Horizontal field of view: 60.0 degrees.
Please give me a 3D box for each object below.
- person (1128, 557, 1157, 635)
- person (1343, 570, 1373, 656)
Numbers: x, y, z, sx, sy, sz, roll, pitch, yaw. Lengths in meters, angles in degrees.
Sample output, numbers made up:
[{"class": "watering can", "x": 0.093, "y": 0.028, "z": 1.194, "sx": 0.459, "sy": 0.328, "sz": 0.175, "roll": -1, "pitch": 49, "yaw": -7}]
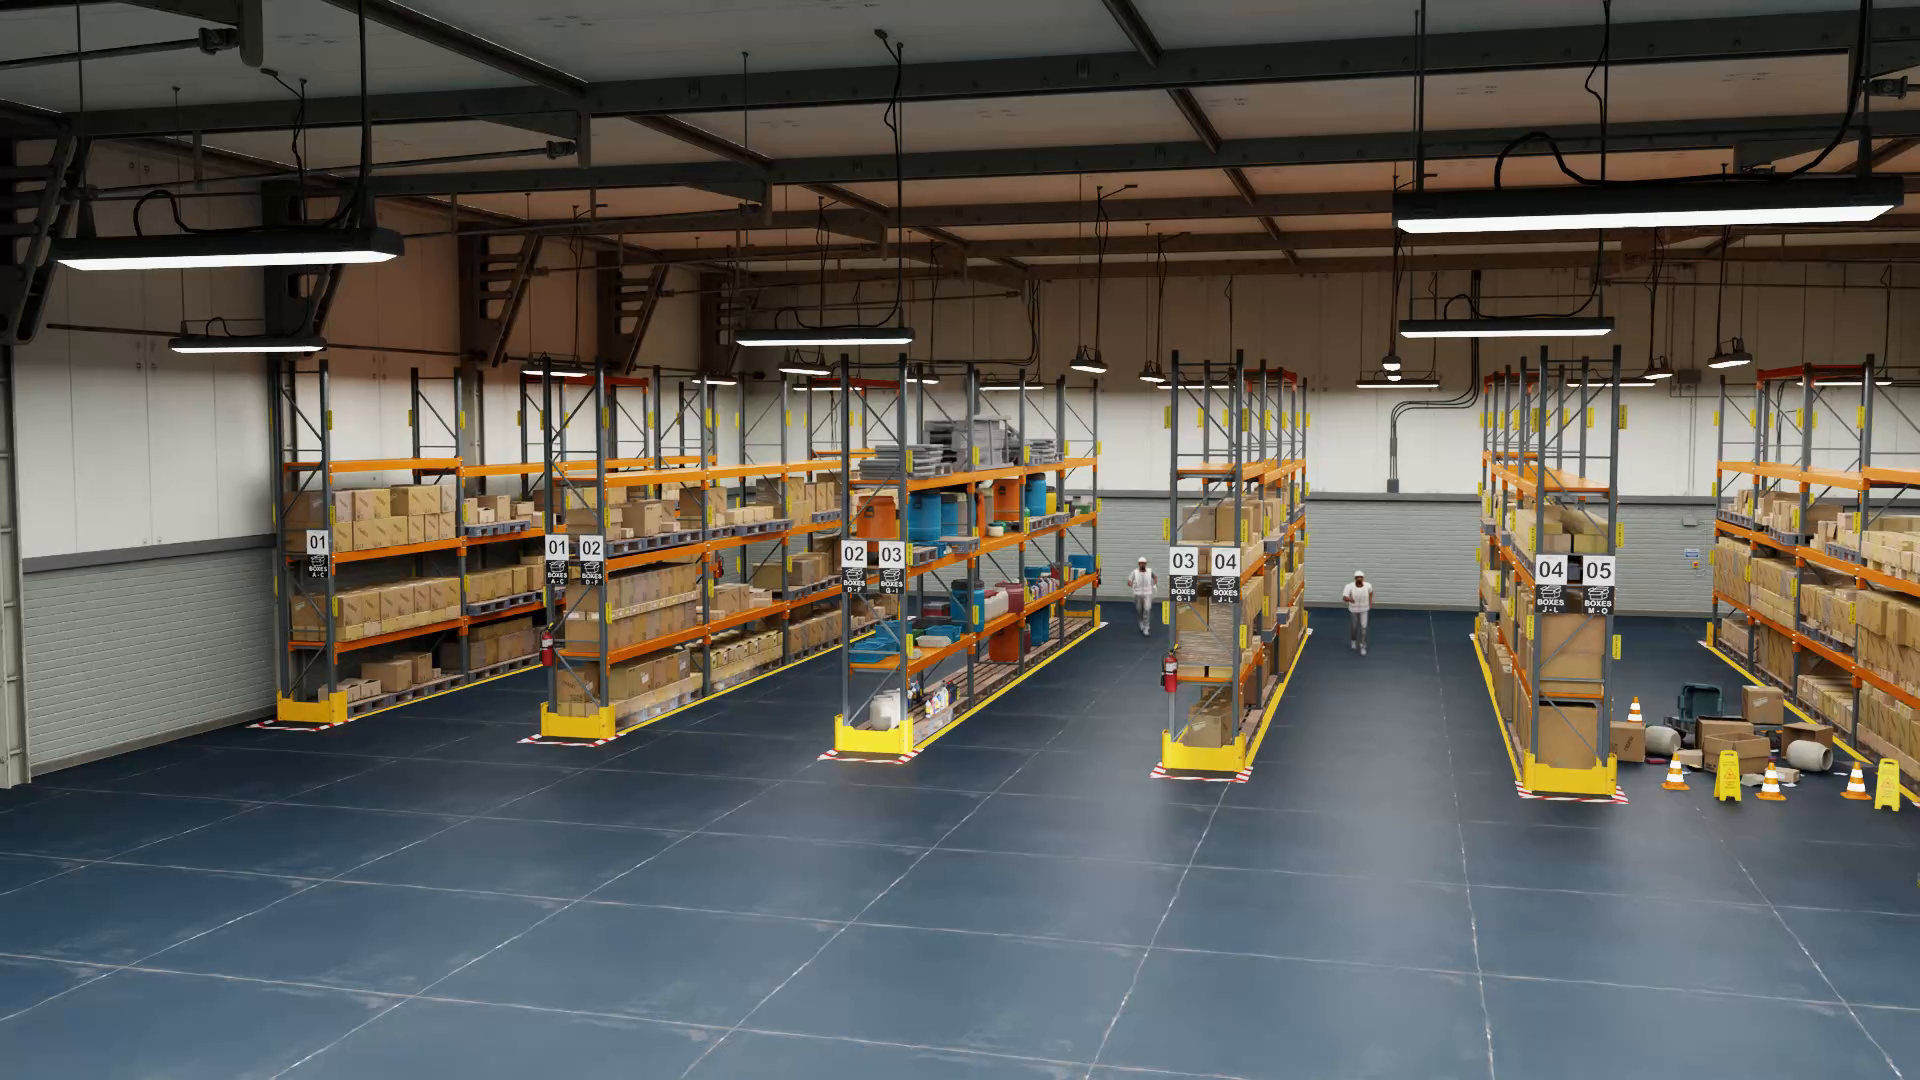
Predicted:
[{"class": "person", "x": 4.268, "y": 1.287, "z": 38.915, "sx": 0.687, "sy": 1.773, "sz": 1.012, "roll": 1, "pitch": 4, "yaw": 8}, {"class": "person", "x": 8.552, "y": 1.539, "z": 35.773, "sx": 0.632, "sy": 1.796, "sz": 0.890, "roll": 1, "pitch": 4, "yaw": 11}]
